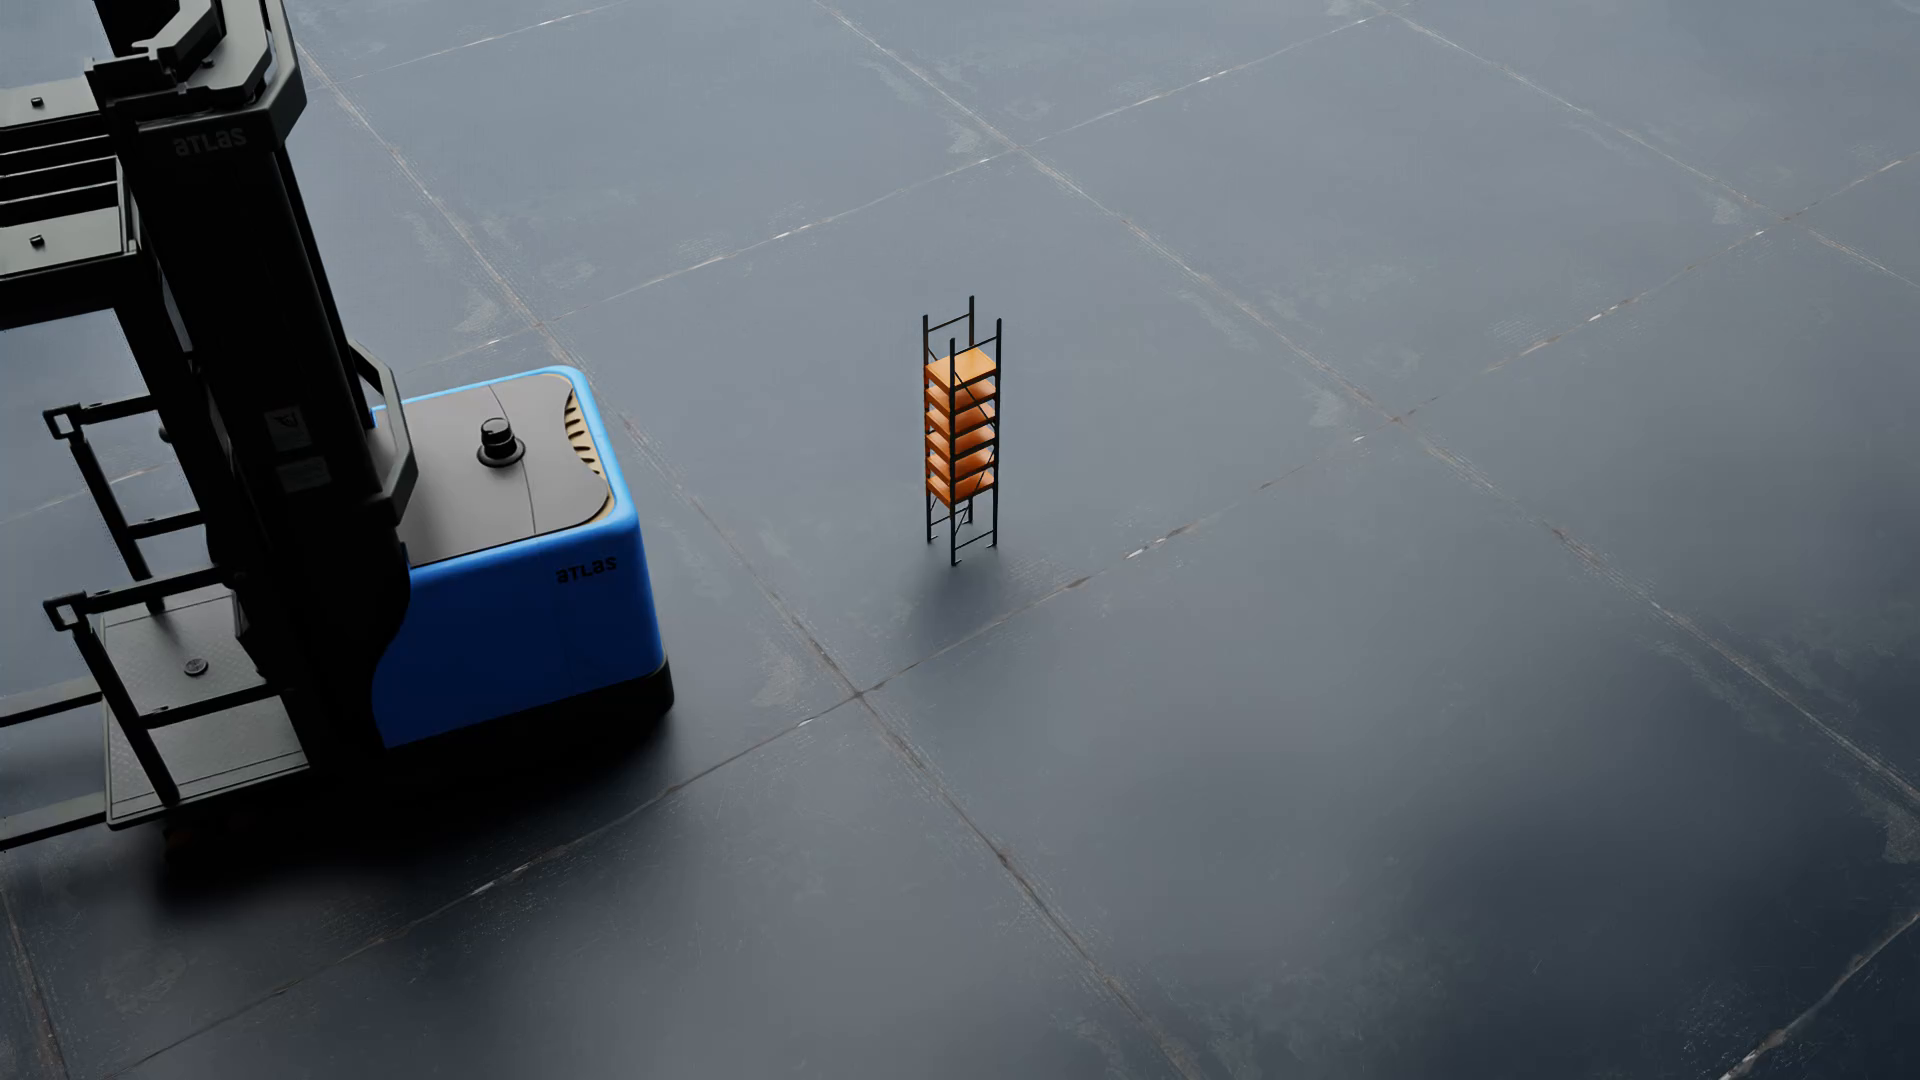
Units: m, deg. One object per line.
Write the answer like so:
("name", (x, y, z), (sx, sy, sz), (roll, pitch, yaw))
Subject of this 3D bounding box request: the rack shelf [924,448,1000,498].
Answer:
("rack shelf", (0.008, -0.307, 6.932), (0.258, 0.103, 0.180), (-26, 49, -24))

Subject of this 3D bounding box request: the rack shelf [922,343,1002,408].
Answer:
("rack shelf", (0.008, -0.654, 6.600), (0.258, 0.103, 0.180), (-26, 49, -24))

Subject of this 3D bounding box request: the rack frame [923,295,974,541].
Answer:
("rack frame", (-0.044, -0.478, 6.872), (0.240, 1.200, 0.006), (-26, 49, -24))

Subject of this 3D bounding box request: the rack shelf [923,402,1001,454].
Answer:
("rack shelf", (0.008, -0.480, 6.766), (0.258, 0.103, 0.180), (-26, 49, -24))

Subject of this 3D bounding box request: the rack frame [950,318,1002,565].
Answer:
("rack frame", (0.061, -0.374, 6.764), (0.240, 1.200, 0.006), (-26, 49, -24))

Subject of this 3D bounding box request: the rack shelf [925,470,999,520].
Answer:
("rack shelf", (0.008, -0.220, 7.014), (0.258, 0.103, 0.180), (-26, 49, -24))

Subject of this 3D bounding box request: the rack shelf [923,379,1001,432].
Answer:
("rack shelf", (0.008, -0.567, 6.683), (0.258, 0.103, 0.180), (-26, 49, -24))

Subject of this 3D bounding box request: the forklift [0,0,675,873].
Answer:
("forklift", (-2.683, -0.290, 5.422), (3.031, 2.935, 1.130), (-15, 46, -16))

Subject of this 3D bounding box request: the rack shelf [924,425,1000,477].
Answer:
("rack shelf", (0.008, -0.394, 6.849), (0.258, 0.103, 0.180), (-26, 49, -24))

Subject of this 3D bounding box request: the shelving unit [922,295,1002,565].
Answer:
("shelving unit", (0.008, -0.426, 6.818), (0.258, 1.200, 0.189), (-26, 49, -24))
